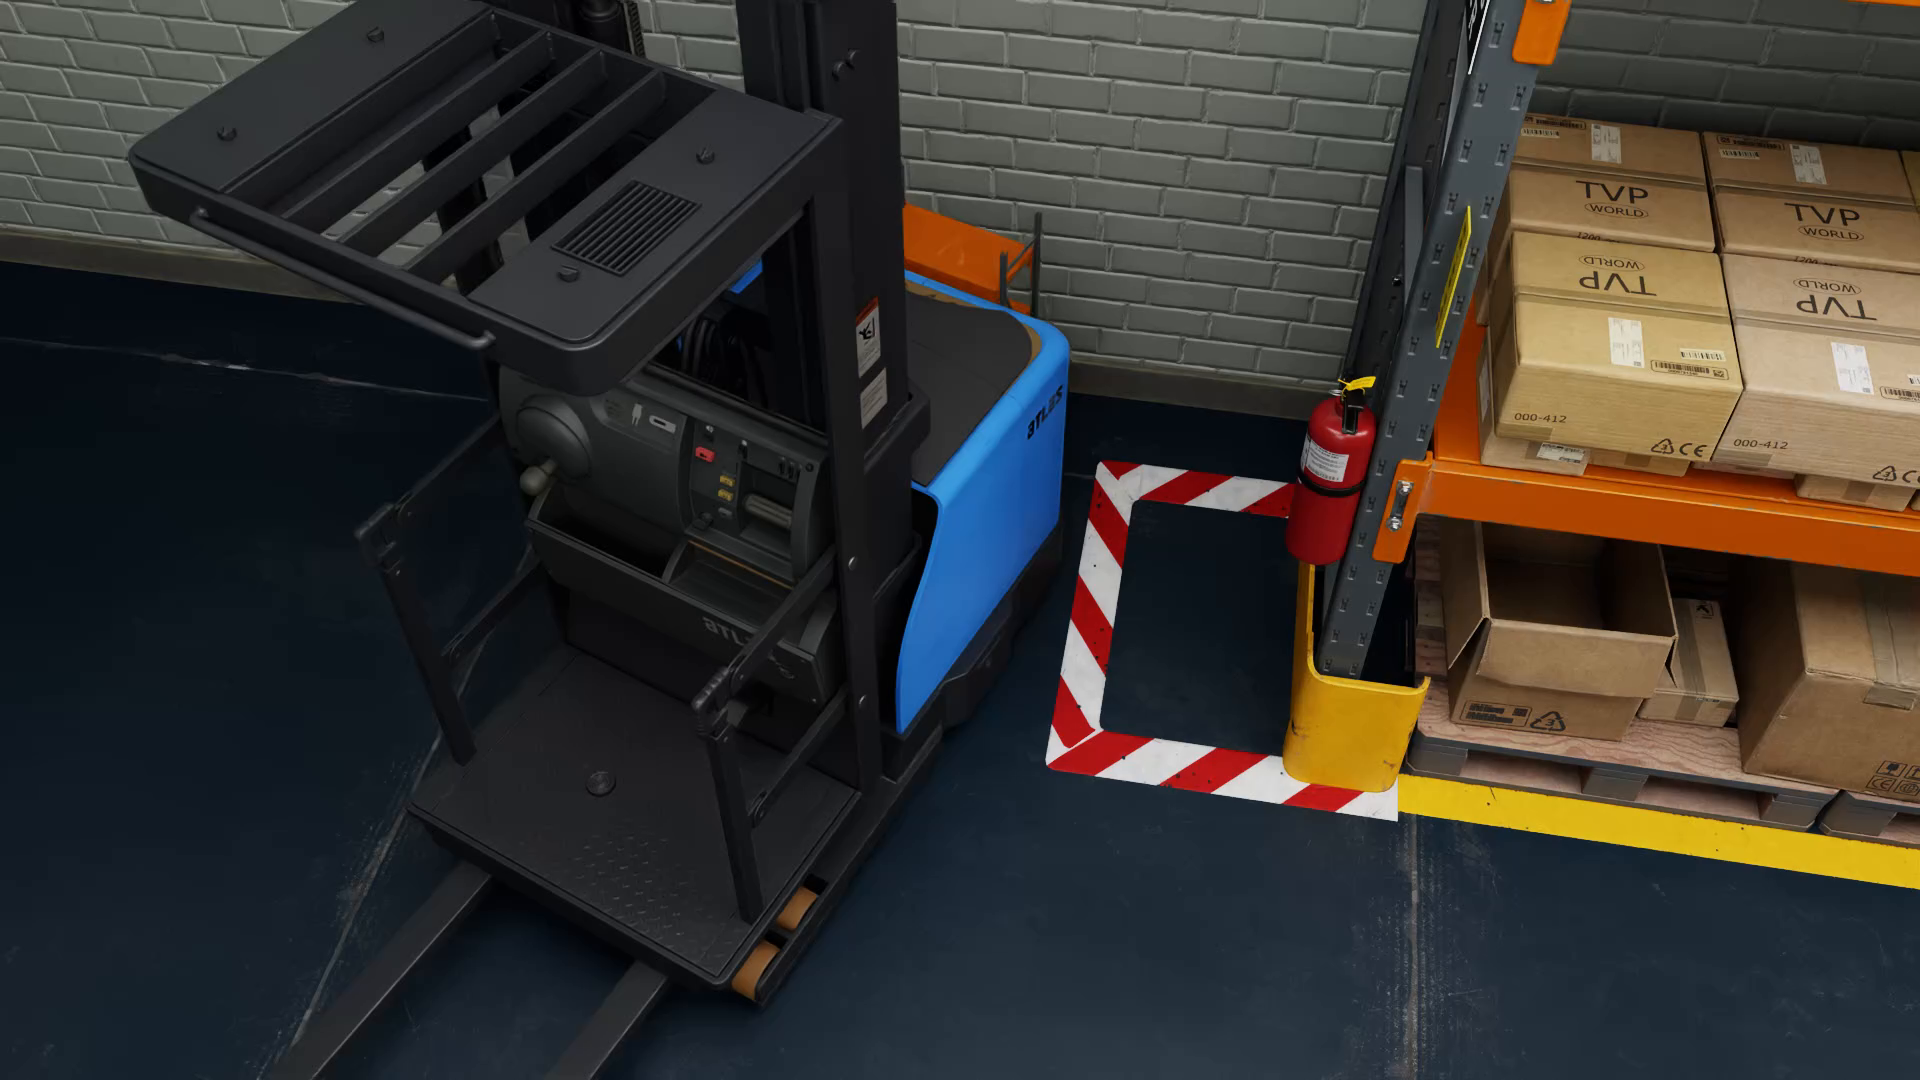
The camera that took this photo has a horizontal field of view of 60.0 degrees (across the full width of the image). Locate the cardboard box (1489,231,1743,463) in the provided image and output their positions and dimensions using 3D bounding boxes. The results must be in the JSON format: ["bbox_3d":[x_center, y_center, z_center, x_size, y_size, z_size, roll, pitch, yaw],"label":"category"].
[{"bbox_3d":[1.582,-0.478,4.064,0.500,0.250,0.500,8,49,7],"label":"cardboard box"}]

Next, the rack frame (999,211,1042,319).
[{"bbox_3d":[0.183,-0.515,5.407,0.015,1.200,0.240,23,52,19],"label":"rack frame"}]

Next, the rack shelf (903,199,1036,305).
[{"bbox_3d":[-0.029,-0.868,5.195,0.480,0.148,0.258,23,52,19],"label":"rack shelf"}]

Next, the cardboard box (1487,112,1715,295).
[{"bbox_3d":[1.684,-0.869,4.415,0.500,0.250,0.500,9,49,8],"label":"cardboard box"}]

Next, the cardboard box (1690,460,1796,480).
[{"bbox_3d":[1.982,-0.349,4.216,0.250,0.149,0.380,7,48,6],"label":"cardboard box"}]

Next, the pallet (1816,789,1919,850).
[{"bbox_3d":[3.240,0.524,5.138,1.213,0.211,1.003,8,49,7],"label":"pallet"}]

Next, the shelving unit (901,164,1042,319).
[{"bbox_3d":[-0.029,-0.606,5.488,0.503,1.200,0.258,23,52,19],"label":"shelving unit"}]

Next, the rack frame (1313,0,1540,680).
[{"bbox_3d":[1.184,-0.686,4.350,0.127,3.000,1.000,8,49,7],"label":"rack frame"}]

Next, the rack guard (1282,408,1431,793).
[{"bbox_3d":[1.259,0.159,5.271,0.348,0.500,1.175,8,49,7],"label":"rack guard"}]

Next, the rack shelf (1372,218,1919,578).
[{"bbox_3d":[3.152,-0.181,4.380,4.000,0.370,1.077,8,49,7],"label":"rack shelf"}]

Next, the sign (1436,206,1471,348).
[{"bbox_3d":[1.087,-0.578,3.671,0.005,0.325,0.100,8,49,7],"label":"sign"}]

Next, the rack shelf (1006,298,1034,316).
[{"bbox_3d":[-0.029,-0.710,5.371,0.480,0.148,0.258,23,52,19],"label":"rack shelf"}]

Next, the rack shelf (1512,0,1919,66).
[{"bbox_3d":[3.152,-1.184,3.264,4.000,0.370,1.077,8,49,7],"label":"rack shelf"}]

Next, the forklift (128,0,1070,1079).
[{"bbox_3d":[-0.840,-0.108,3.876,1.130,2.935,3.031,23,52,20],"label":"forklift"}]

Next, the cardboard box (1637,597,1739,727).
[{"bbox_3d":[2.180,0.361,5.043,0.250,0.149,0.380,6,48,5],"label":"cardboard box"}]

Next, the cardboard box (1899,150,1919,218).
[{"bbox_3d":[2.677,-0.731,4.291,0.500,0.250,0.500,9,49,8],"label":"cardboard box"}]

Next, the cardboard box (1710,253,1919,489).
[{"bbox_3d":[2.079,-0.412,4.004,0.500,0.250,0.500,8,49,7],"label":"cardboard box"}]

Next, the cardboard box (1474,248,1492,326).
[{"bbox_3d":[1.558,-0.755,4.581,0.250,0.149,0.380,7,48,6],"label":"cardboard box"}]

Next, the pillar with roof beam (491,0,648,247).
[{"bbox_3d":[-2.075,-0.557,0.200,0.400,9.000,9.100,8,49,7],"label":"pillar with roof beam"}]

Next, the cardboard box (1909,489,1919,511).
[{"bbox_3d":[2.482,-0.239,4.117,0.250,0.149,0.380,8,49,7],"label":"cardboard box"}]

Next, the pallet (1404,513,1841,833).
[{"bbox_3d":[2.043,0.361,5.284,1.213,0.211,1.003,8,49,7],"label":"pallet"}]

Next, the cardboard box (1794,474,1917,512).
[{"bbox_3d":[2.220,-0.270,4.145,0.250,0.149,0.380,9,49,8],"label":"cardboard box"}]

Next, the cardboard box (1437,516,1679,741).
[{"bbox_3d":[1.769,0.158,4.987,0.637,0.503,0.797,6,48,5],"label":"cardboard box"}]

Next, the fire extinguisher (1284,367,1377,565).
[{"bbox_3d":[0.957,-0.217,4.231,0.183,0.674,0.296,8,49,7],"label":"fire extinguisher"}]

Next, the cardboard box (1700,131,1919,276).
[{"bbox_3d":[2.191,-0.800,4.353,0.500,0.250,0.500,8,49,7],"label":"cardboard box"}]

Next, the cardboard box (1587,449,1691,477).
[{"bbox_3d":[1.717,-0.358,4.224,0.250,0.149,0.380,9,49,8],"label":"cardboard box"}]

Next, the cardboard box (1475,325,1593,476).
[{"bbox_3d":[1.459,-0.358,4.224,0.250,0.149,0.380,7,48,7],"label":"cardboard box"}]

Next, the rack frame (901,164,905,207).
[{"bbox_3d":[-0.240,-0.696,5.569,0.015,1.200,0.240,23,52,19],"label":"rack frame"}]

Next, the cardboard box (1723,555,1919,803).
[{"bbox_3d":[2.603,0.301,4.861,0.500,0.500,0.700,9,49,8],"label":"cardboard box"}]

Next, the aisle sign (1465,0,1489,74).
[{"bbox_3d":[1.064,-1.349,3.198,0.004,0.787,0.394,8,49,7],"label":"aisle sign"}]
